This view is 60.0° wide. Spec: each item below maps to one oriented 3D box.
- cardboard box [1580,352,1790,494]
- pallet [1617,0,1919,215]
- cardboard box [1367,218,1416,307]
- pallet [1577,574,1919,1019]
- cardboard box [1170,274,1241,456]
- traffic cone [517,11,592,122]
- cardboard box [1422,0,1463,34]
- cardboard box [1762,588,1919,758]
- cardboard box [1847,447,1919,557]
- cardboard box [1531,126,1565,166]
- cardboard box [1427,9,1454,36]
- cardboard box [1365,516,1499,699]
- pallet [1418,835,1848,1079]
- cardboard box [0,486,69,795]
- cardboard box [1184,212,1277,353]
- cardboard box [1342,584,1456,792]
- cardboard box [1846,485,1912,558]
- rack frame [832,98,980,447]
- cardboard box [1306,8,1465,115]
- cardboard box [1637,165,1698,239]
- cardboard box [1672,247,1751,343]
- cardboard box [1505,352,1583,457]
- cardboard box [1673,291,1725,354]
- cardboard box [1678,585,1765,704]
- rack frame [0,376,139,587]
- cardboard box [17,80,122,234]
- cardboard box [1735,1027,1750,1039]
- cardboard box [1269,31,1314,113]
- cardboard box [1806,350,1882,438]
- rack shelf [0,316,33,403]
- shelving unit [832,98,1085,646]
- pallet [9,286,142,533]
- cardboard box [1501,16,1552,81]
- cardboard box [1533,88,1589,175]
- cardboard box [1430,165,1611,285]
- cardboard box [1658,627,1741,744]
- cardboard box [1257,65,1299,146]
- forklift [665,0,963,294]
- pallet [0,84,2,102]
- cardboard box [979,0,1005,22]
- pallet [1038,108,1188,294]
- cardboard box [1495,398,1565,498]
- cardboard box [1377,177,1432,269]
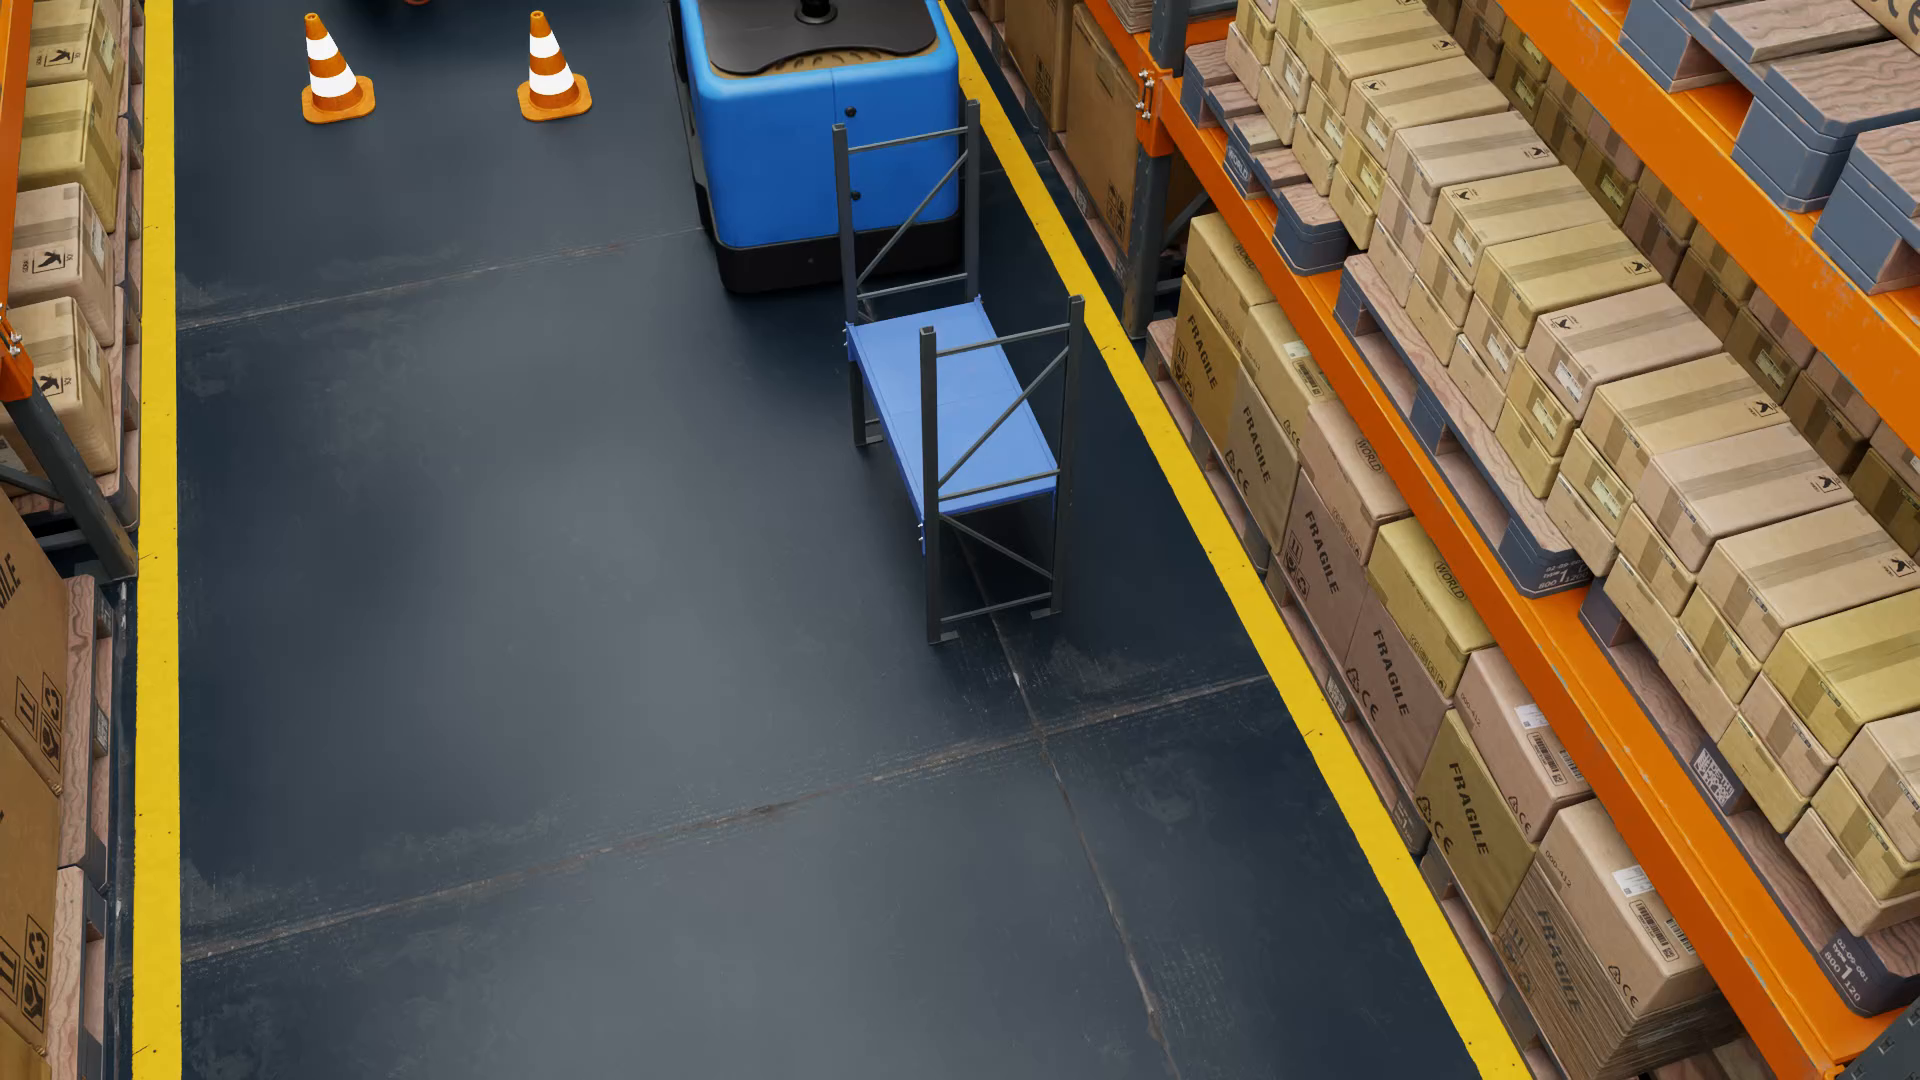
[{"bbox_3d":[1.750,-0.282,4.027,0.380,0.149,0.250,-15,51,-12],"label":"cardboard box"},{"bbox_3d":[1.967,-1.168,3.434,1.213,0.211,1.003,-13,51,-11],"label":"pallet"},{"bbox_3d":[1.436,-0.850,4.894,0.380,0.149,0.250,-12,51,-10],"label":"cardboard box"},{"bbox_3d":[2.270,0.441,4.042,1.003,0.211,1.213,-13,51,-11],"label":"pallet"},{"bbox_3d":[1.140,-0.707,6.244,0.500,0.500,0.500,-15,52,-13],"label":"cardboard box"},{"bbox_3d":[-1.962,-2.287,7.876,0.336,0.463,0.334,-13,51,-11],"label":"traffic cone"},{"bbox_3d":[1.756,-1.844,5.538,0.380,0.149,0.250,-12,51,-10],"label":"cardboard box"},{"bbox_3d":[1.972,0.279,3.554,0.380,0.149,0.250,-15,51,-12],"label":"cardboard box"},{"bbox_3d":[2.448,-0.139,4.100,0.380,0.149,0.250,-15,52,-13],"label":"cardboard box"},{"bbox_3d":[1.978,-1.197,5.187,0.380,0.149,0.250,-14,51,-11],"label":"cardboard box"},{"bbox_3d":[1.760,-1.750,5.653,0.380,0.149,0.250,-13,51,-10],"label":"cardboard box"},{"bbox_3d":[1.587,0.150,5.031,0.500,0.250,0.500,-15,52,-13],"label":"cardboard box"},{"bbox_3d":[2.126,1.300,5.016,1.003,0.211,1.213,-13,51,-11],"label":"pallet"},{"bbox_3d":[-3.399,0.314,5.138,0.875,0.875,0.875,-14,51,-11],"label":"cardboard box"},{"bbox_3d":[1.147,-0.965,5.971,0.500,0.250,0.500,-15,52,-13],"label":"cardboard box"},{"bbox_3d":[1.599,0.406,5.306,0.500,0.500,0.500,-14,51,-12],"label":"cardboard box"},{"bbox_3d":[2.449,-0.044,4.215,0.380,0.149,0.250,-13,51,-11],"label":"cardboard box"},{"bbox_3d":[-0.176,-0.917,6.042,0.500,1.500,0.032,-13,51,-11],"label":"rack frame"},{"bbox_3d":[1.276,-1.441,5.003,0.380,0.149,0.250,-14,51,-11],"label":"cardboard box"},{"bbox_3d":[2.138,-0.998,4.630,0.380,0.149,0.250,-11,51,-9],"label":"cardboard box"},{"bbox_3d":[2.216,-0.714,4.585,0.380,0.149,0.250,-14,51,-12],"label":"cardboard box"},{"bbox_3d":[1.658,-0.388,4.311,0.380,0.149,0.250,-13,51,-11],"label":"cardboard box"},{"bbox_3d":[2.218,-0.613,4.695,0.380,0.149,0.250,-15,52,-13],"label":"cardboard box"},{"bbox_3d":[1.902,0.200,3.815,0.380,0.149,0.250,-11,51,-9],"label":"cardboard box"},{"bbox_3d":[-3.524,-0.759,4.928,1.000,3.000,0.127,-13,51,-11],"label":"rack frame"},{"bbox_3d":[-4.126,-1.554,7.042,0.950,0.372,0.625,-12,51,-10],"label":"cardboard box"},{"bbox_3d":[2.392,1.041,4.771,0.500,0.500,0.500,-12,51,-10],"label":"cardboard box"},{"bbox_3d":[1.208,-1.506,5.253,0.380,0.149,0.250,-11,51,-9],"label":"cardboard box"},{"bbox_3d":[2.371,-0.428,4.149,0.380,0.149,0.250,-14,51,-11],"label":"cardboard box"},{"bbox_3d":[-2.933,0.934,3.971,1.077,0.370,4.000,-13,51,-11],"label":"rack shelf"},{"bbox_3d":[-0.025,-0.546,5.729,0.538,1.500,1.048,-13,51,-11],"label":"shelving unit"},{"bbox_3d":[-3.754,-0.431,6.475,1.003,0.211,1.213,-13,51,-11],"label":"pallet"},{"bbox_3d":[1.907,-1.568,5.111,0.380,0.149,0.250,-12,51,-10],"label":"cardboard box"},{"bbox_3d":[1.990,-1.275,5.058,0.380,0.149,0.250,-13,51,-11],"label":"cardboard box"},{"bbox_3d":[1.516,-0.857,4.511,0.380,0.149,0.250,-12,51,-10],"label":"cardboard box"},{"bbox_3d":[1.902,0.298,3.926,0.380,0.149,0.250,-13,51,-11],"label":"cardboard box"},{"bbox_3d":[1.193,-1.438,5.390,0.380,0.149,0.250,-11,51,-9],"label":"cardboard box"},{"bbox_3d":[-0.807,-3.141,6.981,1.130,2.935,3.031,-10,51,-8],"label":"forklift"},{"bbox_3d":[-3.837,-1.193,5.419,1.213,0.211,1.003,-13,51,-11],"label":"pallet"},{"bbox_3d":[0.543,-3.145,8.136,1.050,0.750,0.750,-13,51,-11],"label":"cardboard box"},{"bbox_3d":[1.013,-1.646,7.499,1.003,0.211,1.213,-13,51,-11],"label":"pallet"},{"bbox_3d":[1.663,-0.281,4.414,0.380,0.149,0.250,-11,51,-9],"label":"cardboard box"},{"bbox_3d":[1.438,-0.945,4.780,0.380,0.149,0.250,-13,51,-11],"label":"cardboard box"}]
